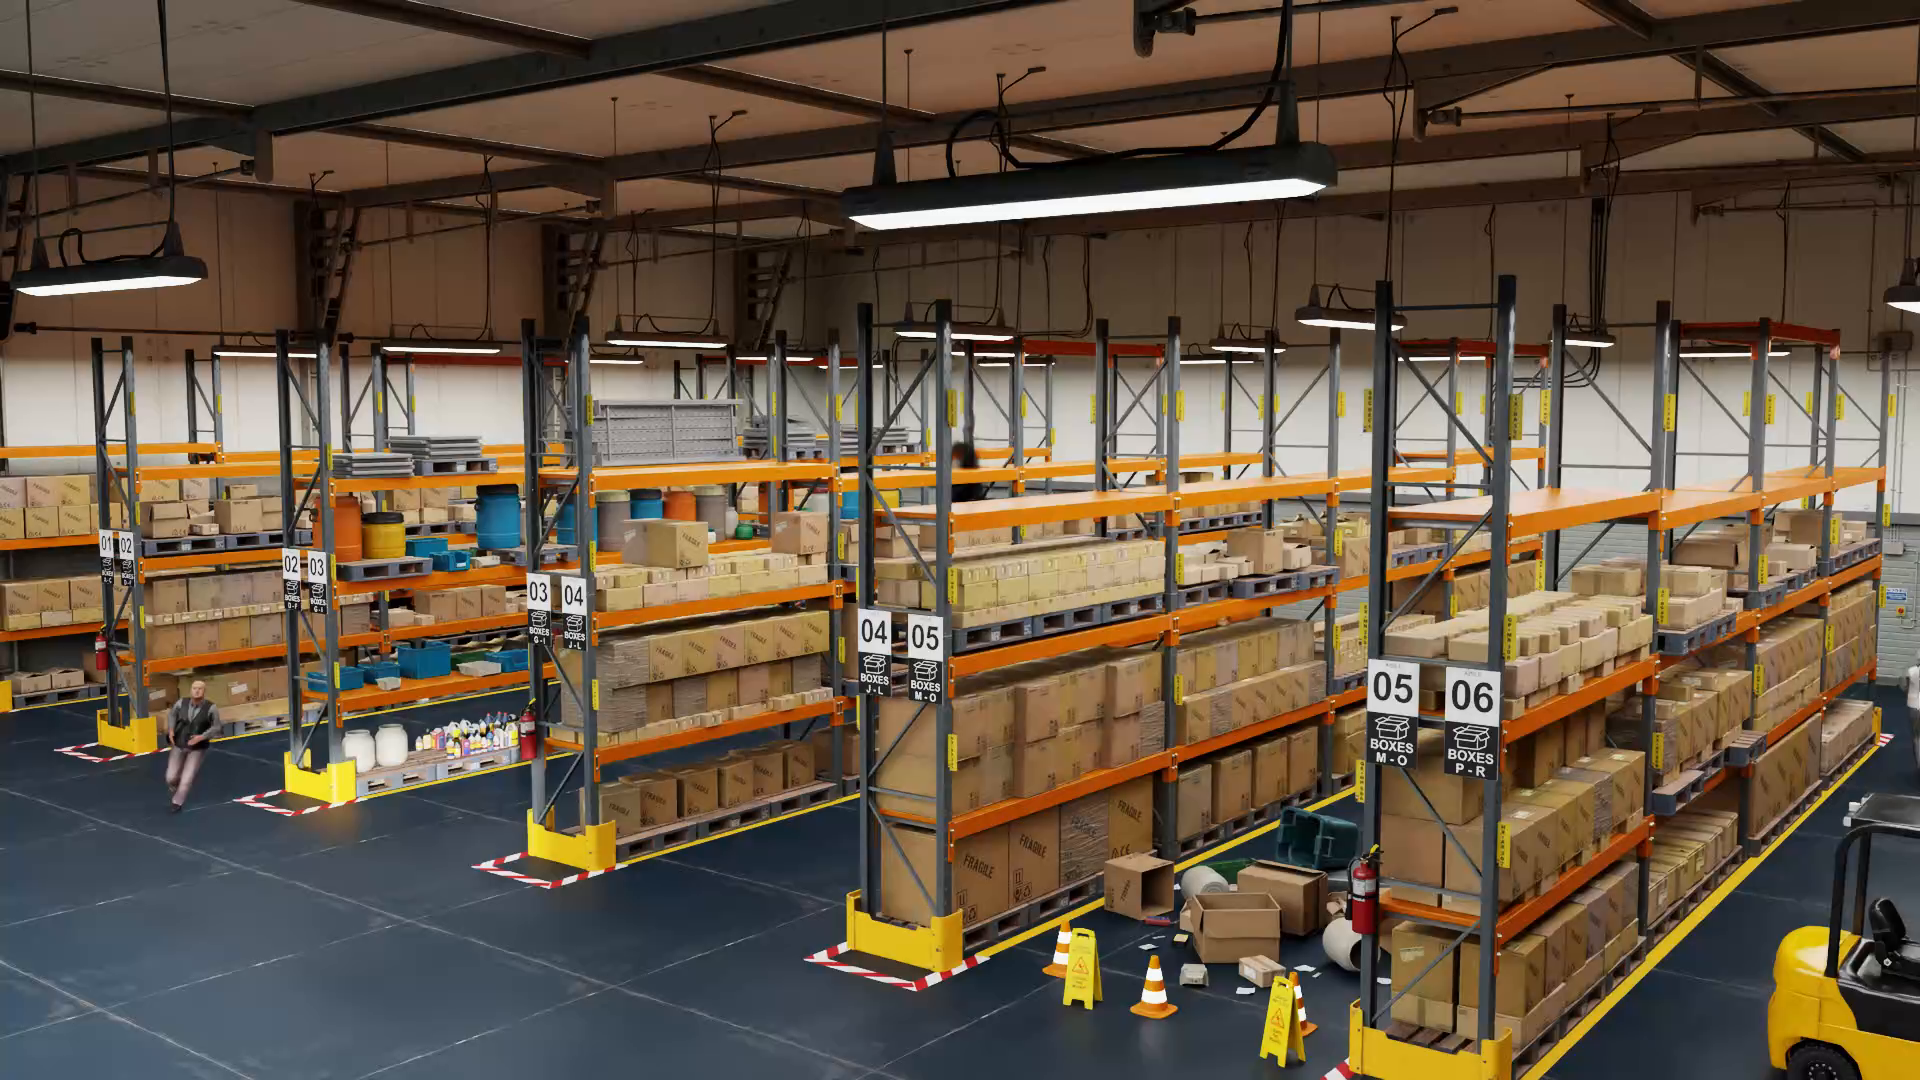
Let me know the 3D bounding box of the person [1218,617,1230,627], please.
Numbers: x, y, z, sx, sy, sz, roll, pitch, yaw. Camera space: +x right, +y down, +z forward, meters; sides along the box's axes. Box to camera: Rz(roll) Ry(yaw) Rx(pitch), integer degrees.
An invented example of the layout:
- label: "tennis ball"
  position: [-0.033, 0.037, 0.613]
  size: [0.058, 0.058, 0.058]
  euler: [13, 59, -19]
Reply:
- label: "person"
  position: [4.254, 2.007, 26.702]
  size: [0.520, 1.708, 0.816]
  euler: [4, 6, 38]

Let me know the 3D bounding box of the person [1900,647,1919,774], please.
- label: "person"
  position: [13.223, 2.299, 22.774]
  size: [0.644, 1.751, 0.642]
  euler: [2, 5, 24]

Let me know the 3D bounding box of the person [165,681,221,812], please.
- label: "person"
  position: [-9.526, 2.554, 20.609]
  size: [0.714, 1.635, 0.571]
  euler: [-1, 5, -11]
